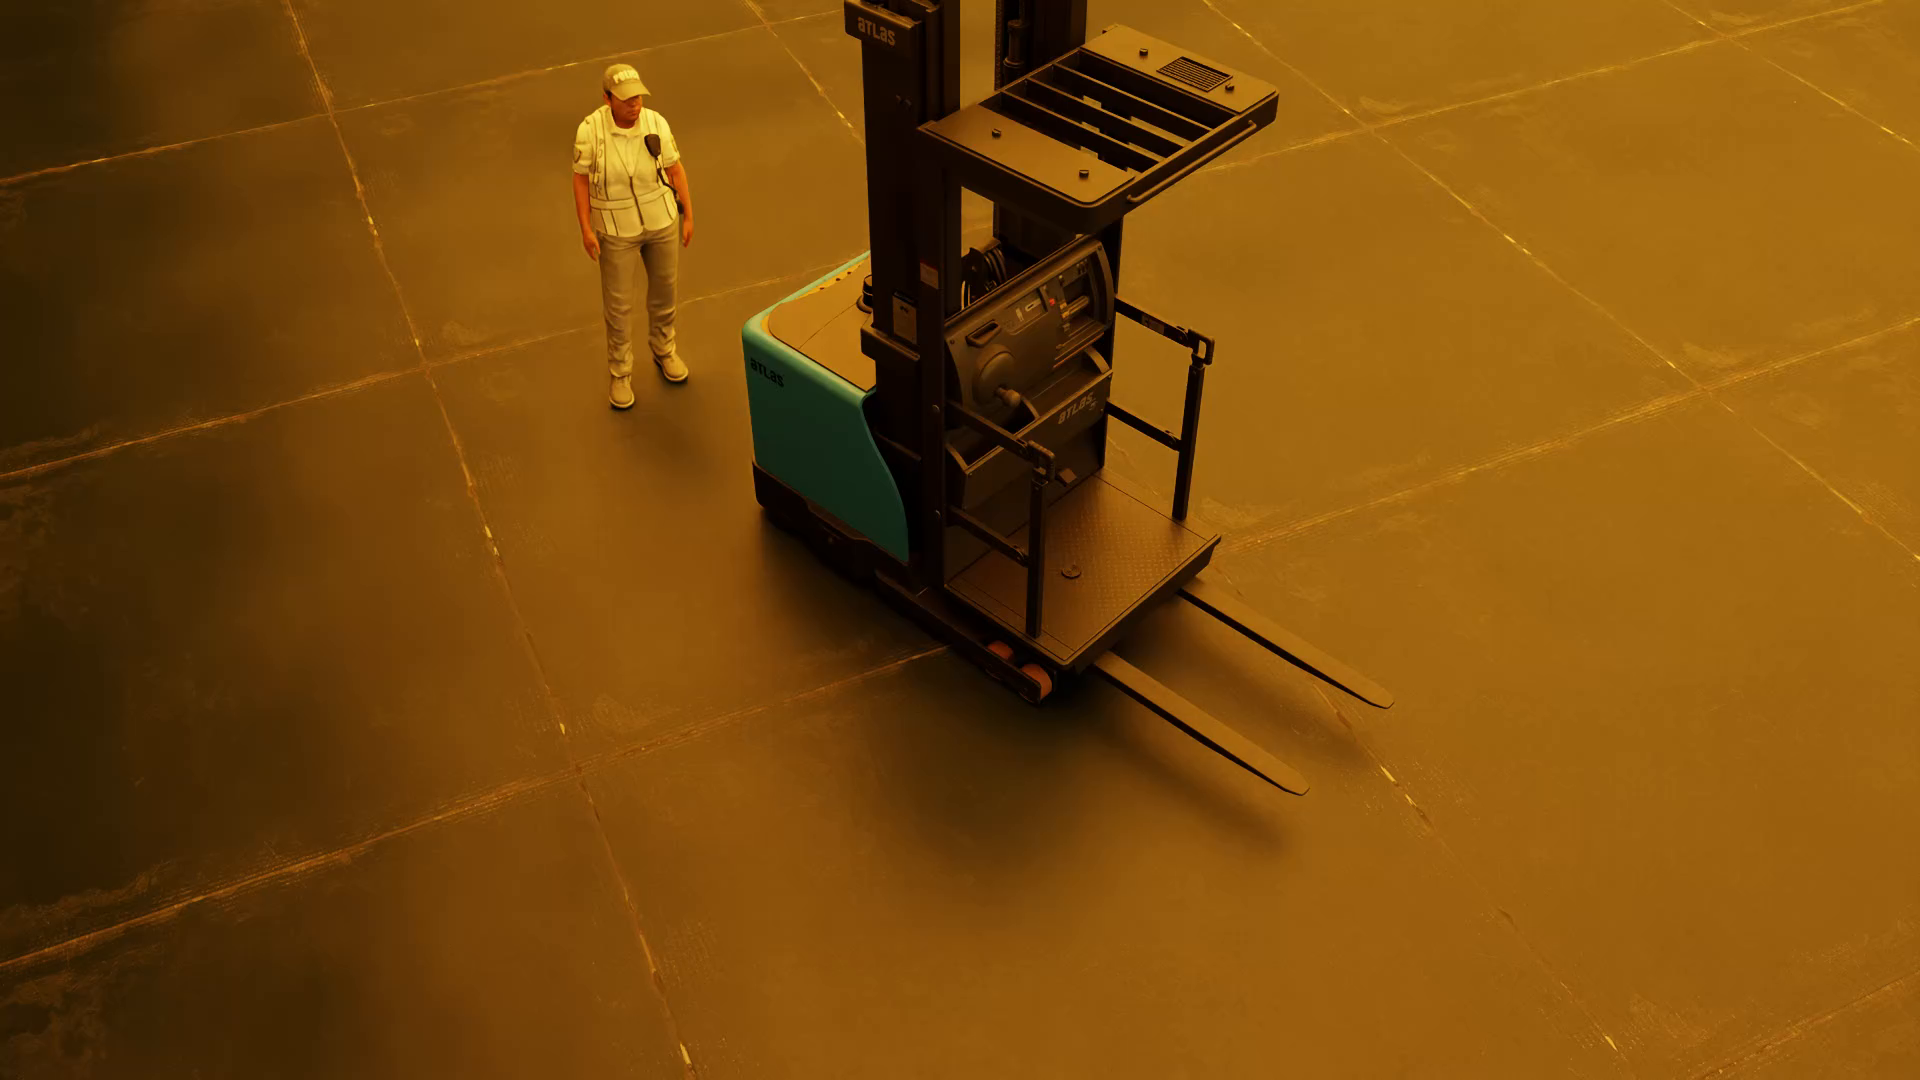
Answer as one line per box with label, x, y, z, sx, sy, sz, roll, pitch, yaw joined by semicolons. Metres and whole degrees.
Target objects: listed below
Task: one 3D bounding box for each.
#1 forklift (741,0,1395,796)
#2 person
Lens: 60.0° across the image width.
forklift;0.445;-0.788;6.525;3.031;2.935;1.130;32;52;30
person;-1.592;-1.507;8.211;0.601;1.669;0.528;-16;45;-16
